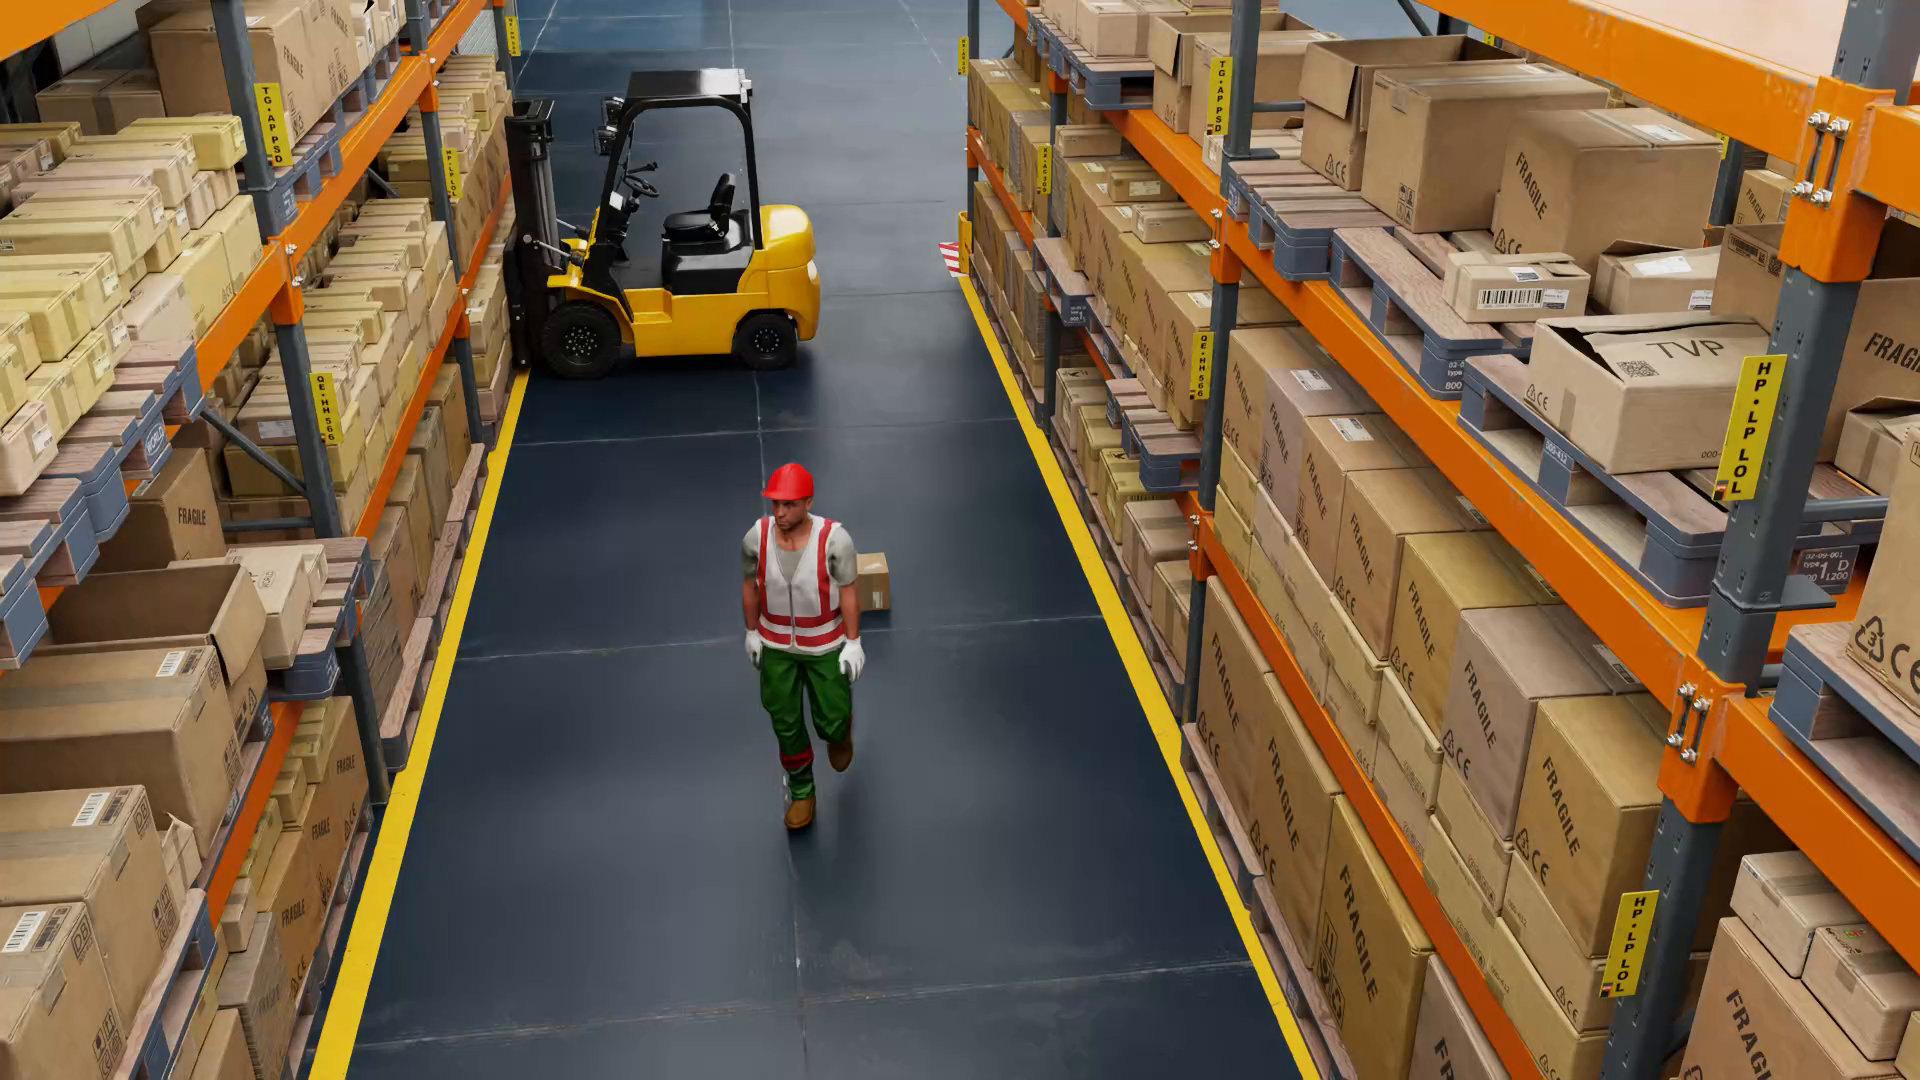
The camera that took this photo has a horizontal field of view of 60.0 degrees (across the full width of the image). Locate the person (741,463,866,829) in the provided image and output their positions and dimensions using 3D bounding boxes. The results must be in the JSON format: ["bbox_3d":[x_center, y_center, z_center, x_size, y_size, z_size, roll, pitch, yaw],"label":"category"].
[{"bbox_3d":[-0.713,0.451,7.649,0.585,1.778,0.609,4,27,8],"label":"person"}]
